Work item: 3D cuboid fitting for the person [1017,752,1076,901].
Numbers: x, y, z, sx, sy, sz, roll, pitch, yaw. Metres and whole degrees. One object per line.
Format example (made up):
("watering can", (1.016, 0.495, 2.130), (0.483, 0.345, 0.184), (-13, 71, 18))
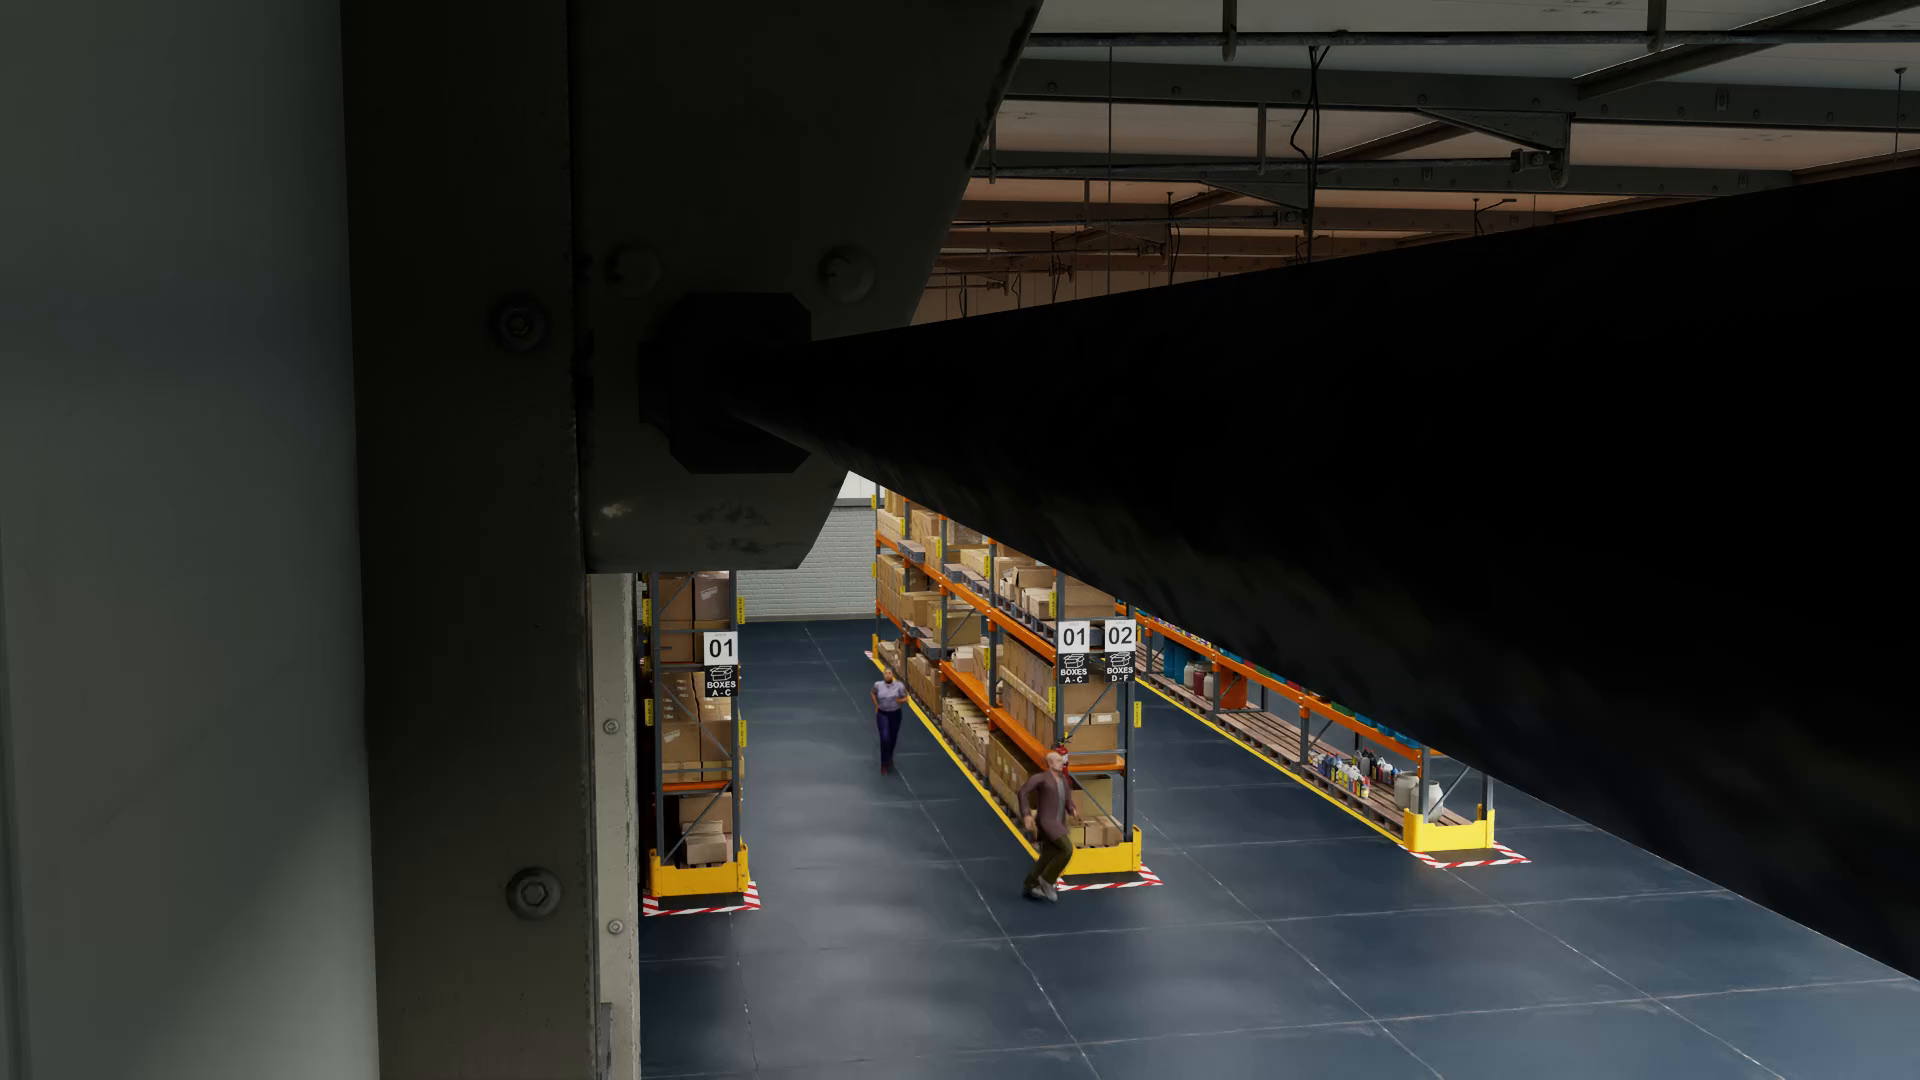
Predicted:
("person", (1.126, 3.410, 19.949), (0.686, 1.714, 0.695), (4, 7, 36))

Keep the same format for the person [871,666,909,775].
("person", (-1.099, 2.837, 26.252), (0.574, 1.719, 0.754), (-1, 6, -10))
